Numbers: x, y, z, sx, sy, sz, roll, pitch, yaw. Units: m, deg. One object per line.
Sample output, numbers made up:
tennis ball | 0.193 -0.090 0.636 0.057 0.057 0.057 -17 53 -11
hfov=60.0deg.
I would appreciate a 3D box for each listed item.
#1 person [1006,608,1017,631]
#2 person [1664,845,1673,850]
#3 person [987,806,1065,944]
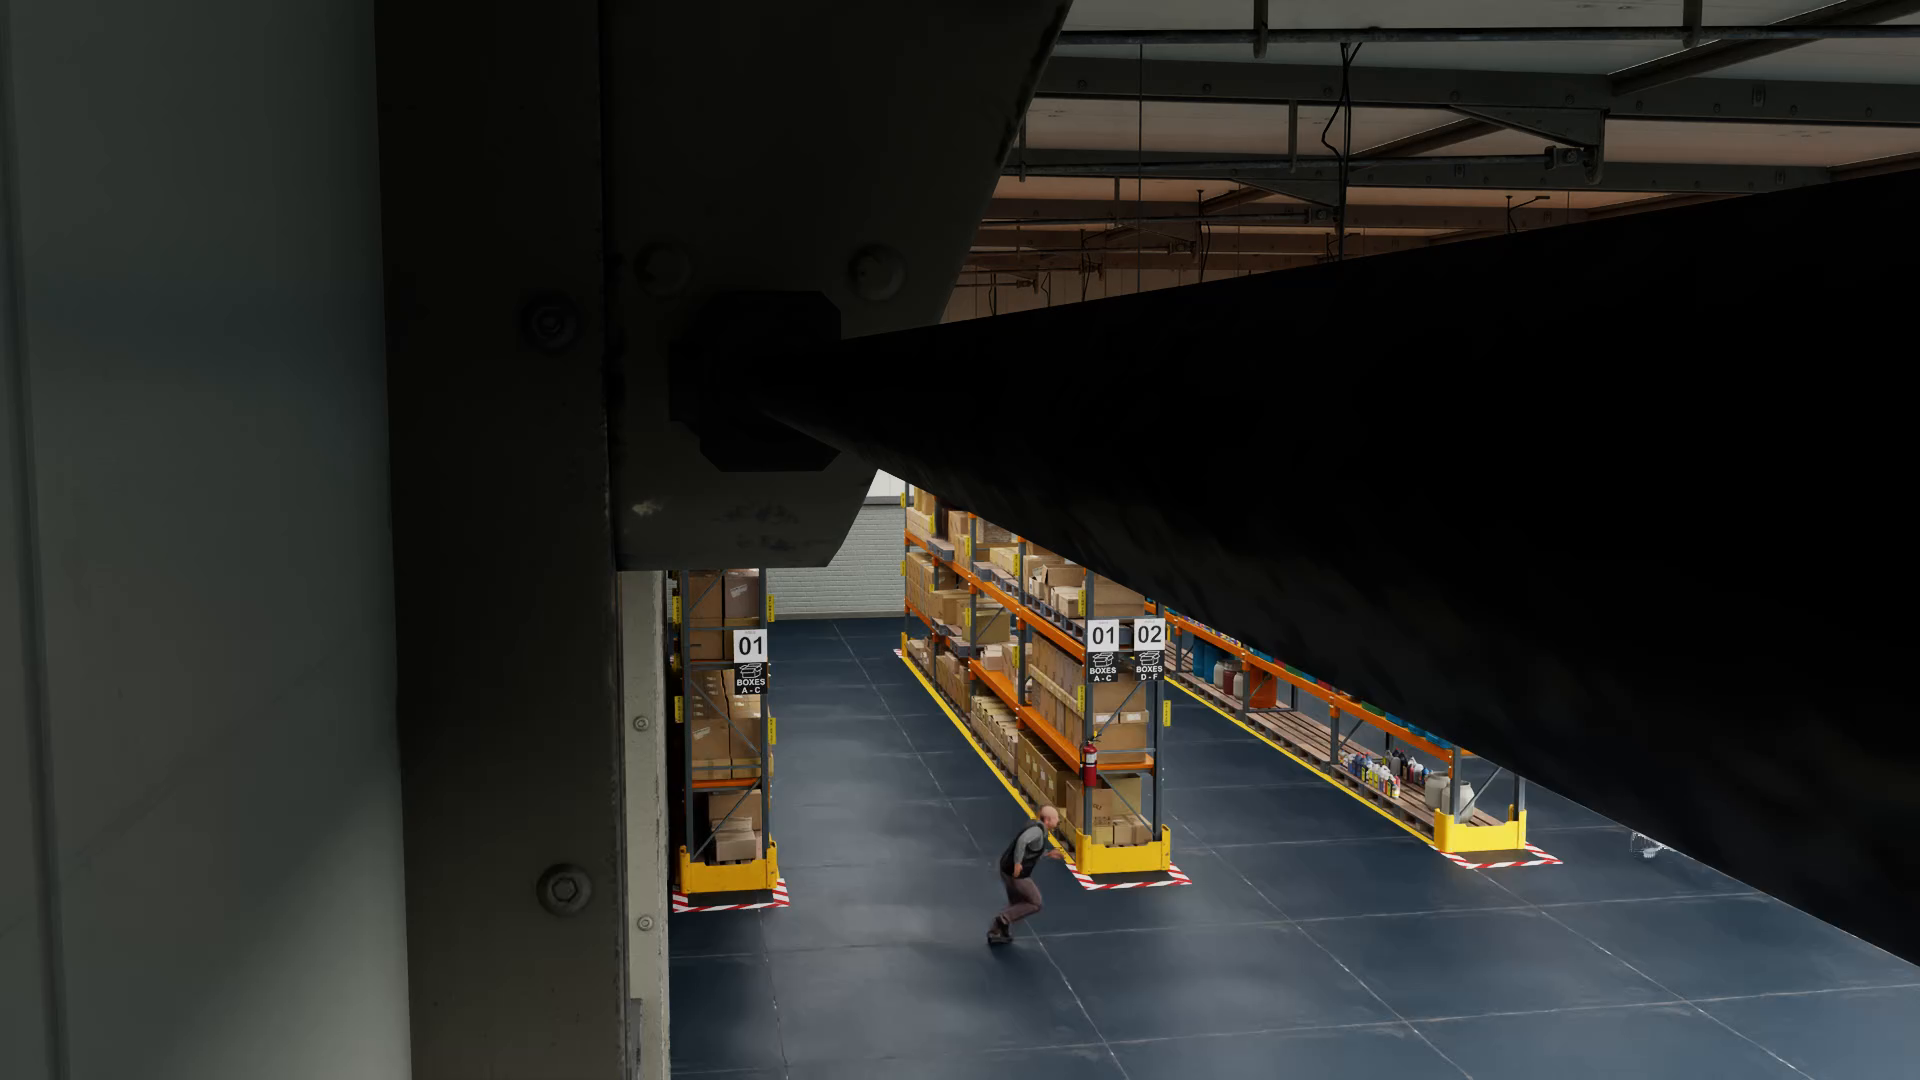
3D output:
person | 0.936 1.351 39.993 0.870 1.710 0.775 2 6 16
person | 9.537 3.322 21.418 0.740 1.646 0.619 0 6 3
person | 0.725 3.682 18.175 0.859 1.541 0.685 0 6 -2
